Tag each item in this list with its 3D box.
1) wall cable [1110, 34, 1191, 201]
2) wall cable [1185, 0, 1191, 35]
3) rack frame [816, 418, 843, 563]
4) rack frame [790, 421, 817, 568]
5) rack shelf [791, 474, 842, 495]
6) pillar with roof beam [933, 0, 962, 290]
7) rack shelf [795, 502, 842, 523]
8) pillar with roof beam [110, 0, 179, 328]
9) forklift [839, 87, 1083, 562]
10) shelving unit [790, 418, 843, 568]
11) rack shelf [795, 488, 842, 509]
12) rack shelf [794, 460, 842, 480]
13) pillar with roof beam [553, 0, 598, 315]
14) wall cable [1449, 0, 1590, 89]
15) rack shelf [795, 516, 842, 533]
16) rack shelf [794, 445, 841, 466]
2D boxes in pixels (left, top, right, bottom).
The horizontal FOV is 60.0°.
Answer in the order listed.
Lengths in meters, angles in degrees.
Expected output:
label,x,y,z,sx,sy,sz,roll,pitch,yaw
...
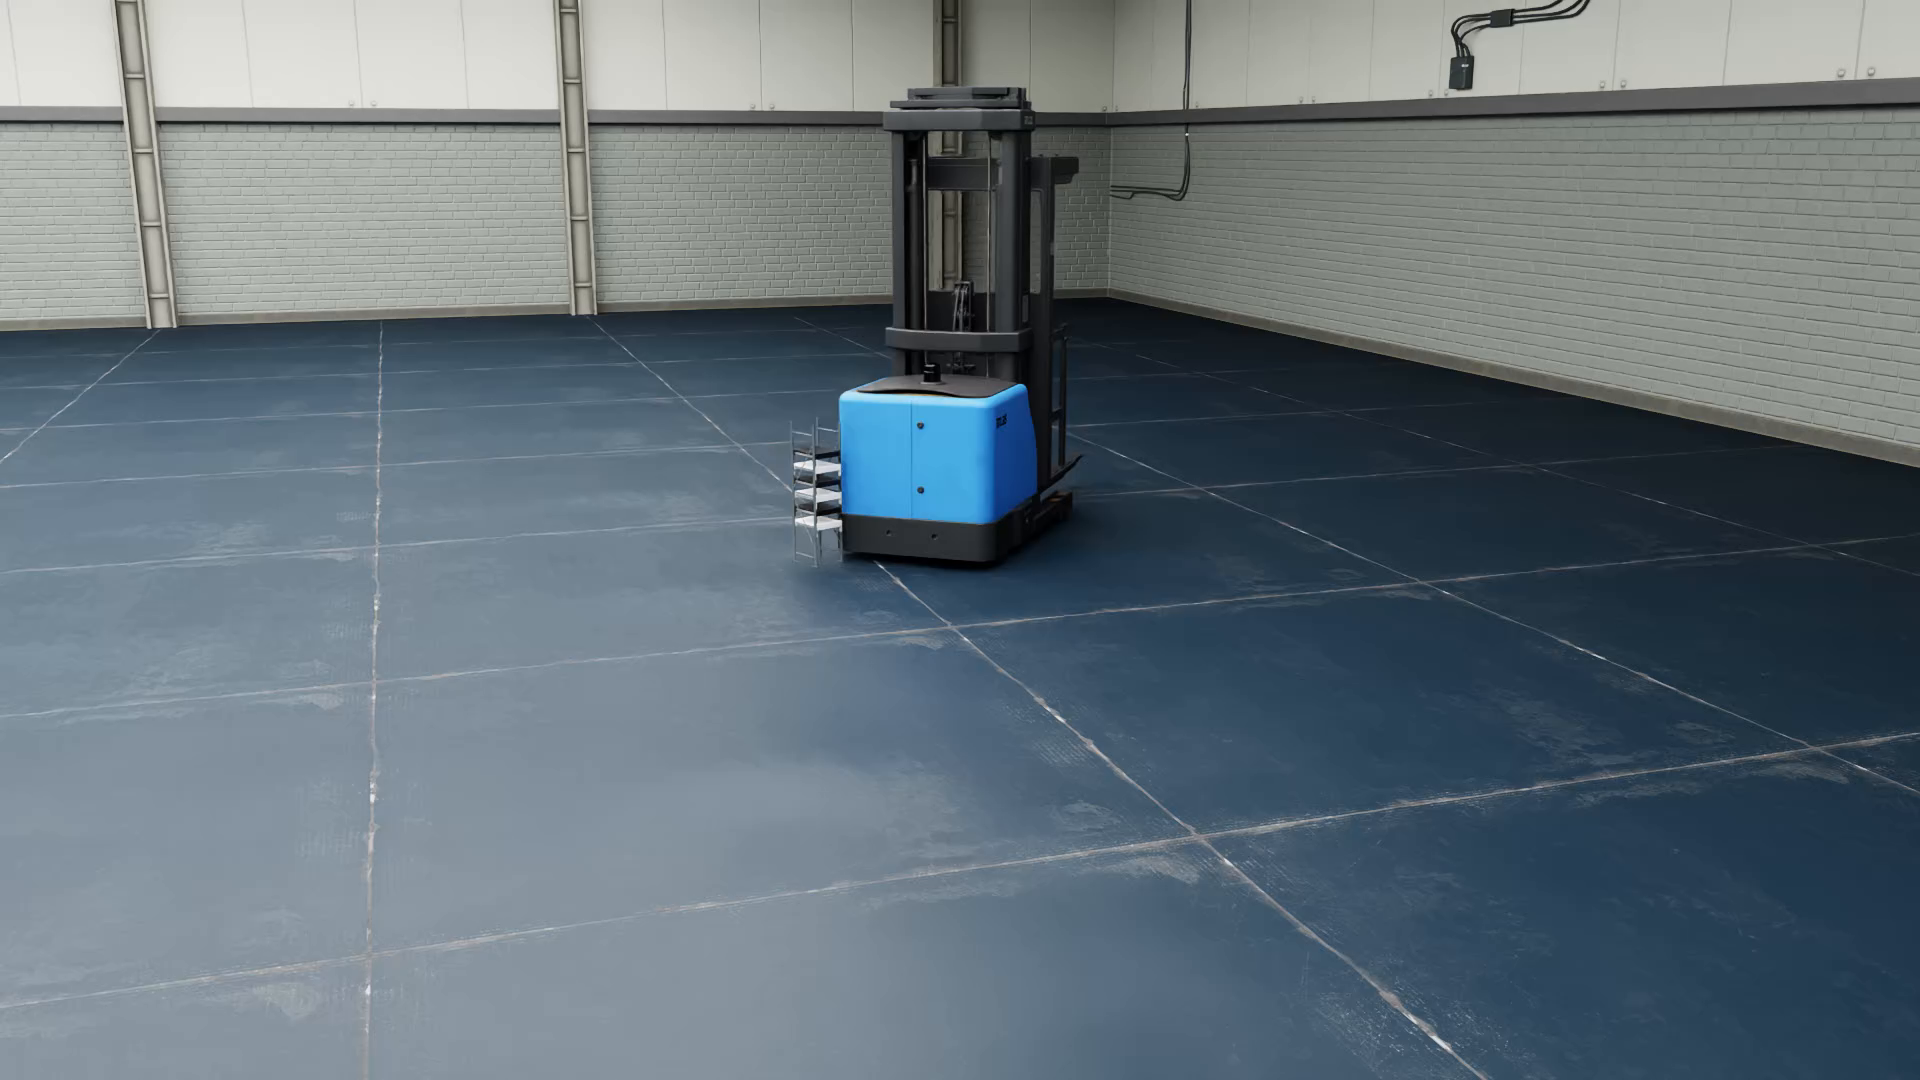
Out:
label,x,y,z,sx,sy,sz,roll,pitch,yaw
wall cable,3.011,-6.777,26.900,0.112,2.526,3.097,-4,14,-18
wall cable,3.874,-8.641,23.821,0.112,2.526,3.097,-4,14,-18
rack frame,-0.826,-0.315,10.524,0.006,0.900,0.240,-12,18,-41
rack frame,-0.976,-0.284,10.390,0.006,0.900,0.240,-12,18,-41
rack shelf,-0.901,-0.355,10.444,0.200,0.077,0.258,-12,18,-41
pillar with roof beam,1.170,-7.417,22.876,0.400,9.000,9.100,-4,14,-18
rack shelf,-0.901,-0.179,10.486,0.200,0.077,0.258,-12,18,-41
pillar with roof beam,-10.203,-6.531,19.153,0.400,9.000,9.100,-4,14,-18
forklift,0.172,-1.585,11.474,1.130,2.935,3.031,4,14,18
shelving unit,-0.901,-0.299,10.457,0.210,0.900,0.258,-12,18,-41
rack shelf,-0.901,-0.267,10.465,0.200,0.077,0.258,-12,18,-41
rack shelf,-0.901,-0.442,10.423,0.200,0.077,0.258,-12,18,-41
pillar with roof beam,-4.517,-6.974,21.015,0.400,9.000,9.100,-4,14,-18
wall cable,6.024,-7.859,17.389,0.169,6.003,2.305,-4,14,-18
rack shelf,-0.901,-0.092,10.507,0.200,0.077,0.258,-12,18,-41
rack shelf,-0.901,-0.530,10.402,0.200,0.077,0.258,-12,18,-41
